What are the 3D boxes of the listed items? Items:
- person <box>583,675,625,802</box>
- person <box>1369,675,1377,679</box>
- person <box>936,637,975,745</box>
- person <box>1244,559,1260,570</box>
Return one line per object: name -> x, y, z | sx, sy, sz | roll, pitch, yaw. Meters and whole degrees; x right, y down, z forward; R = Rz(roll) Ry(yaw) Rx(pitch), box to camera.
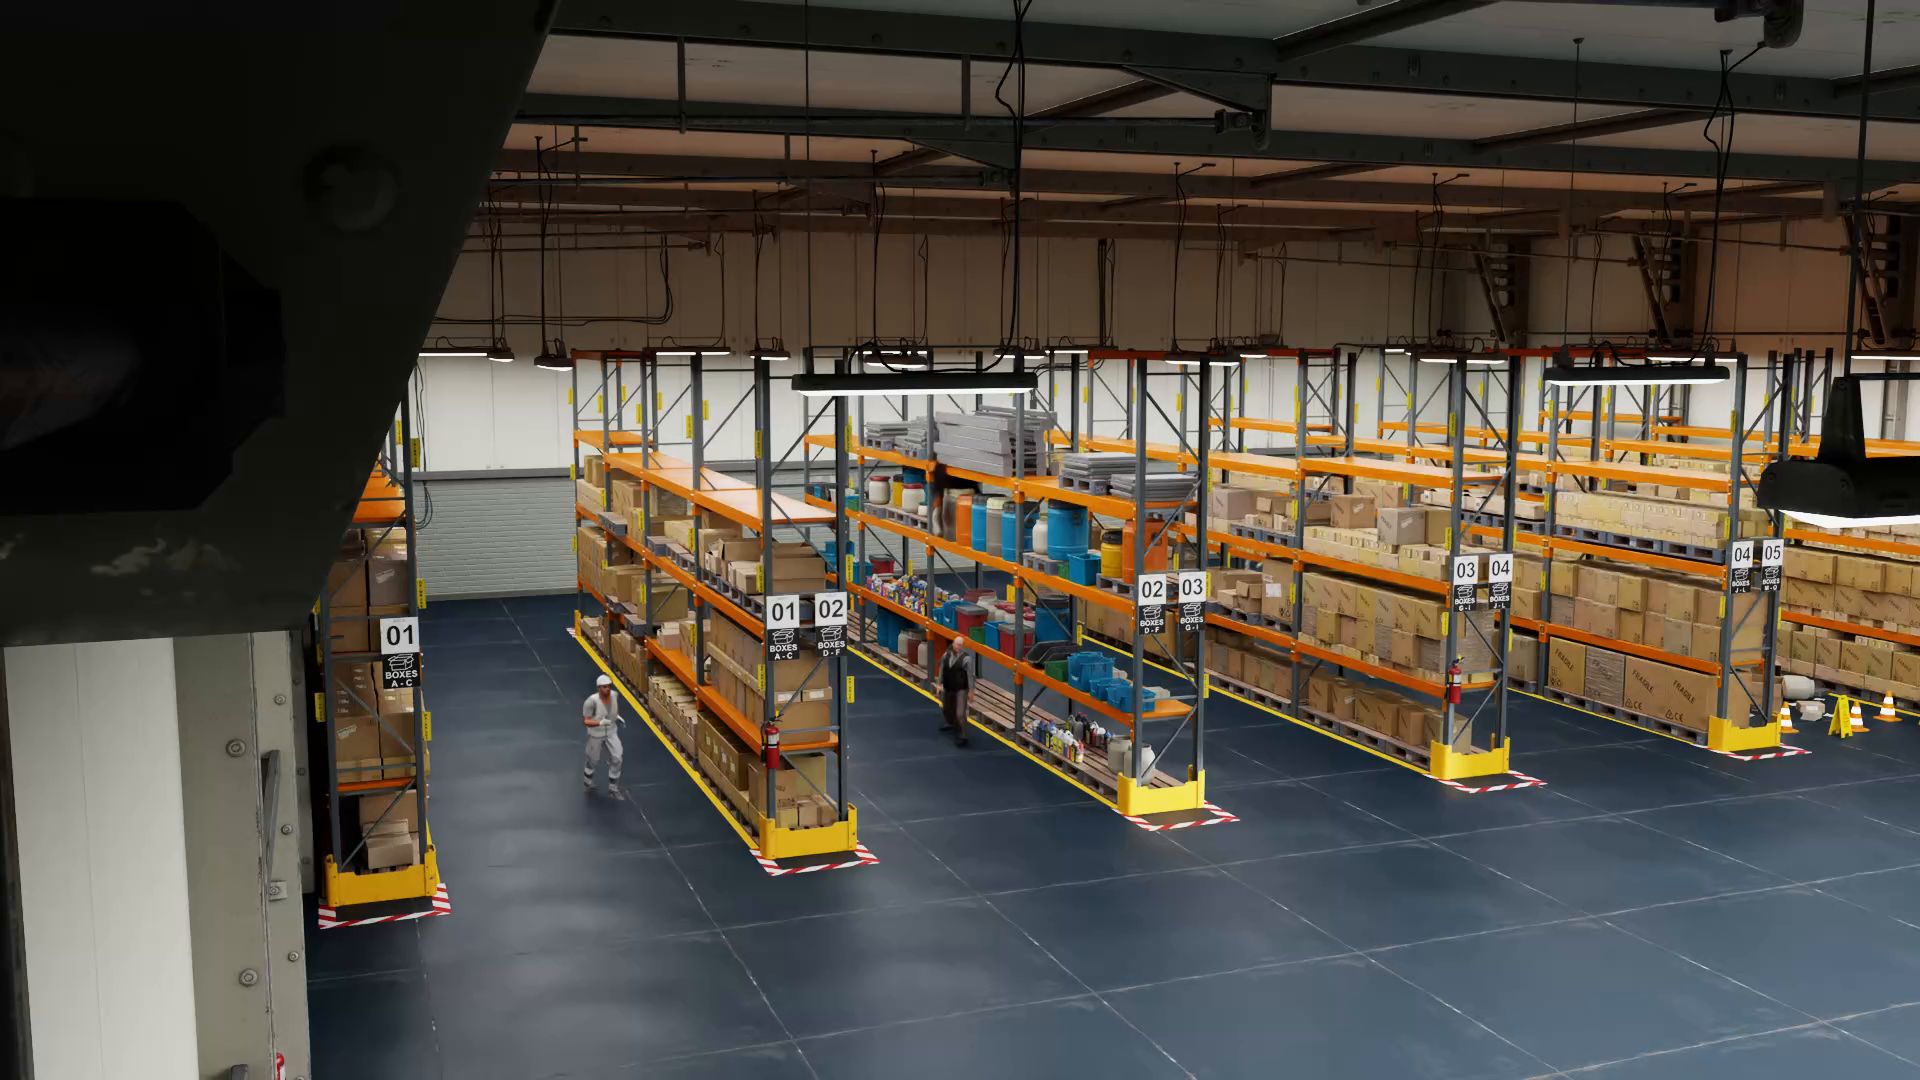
person -> -4.849, 2.663, 22.623 | 0.686, 1.751, 0.995 | -5, 8, -33
person -> 7.751, 1.738, 30.771 | 0.571, 1.555, 0.803 | -1, 7, -10
person -> -0.096, 2.291, 25.865 | 0.836, 1.662, 0.684 | 5, 9, 34
person -> 7.679, 0.089, 43.856 | 0.532, 1.574, 0.783 | 6, 9, 40
